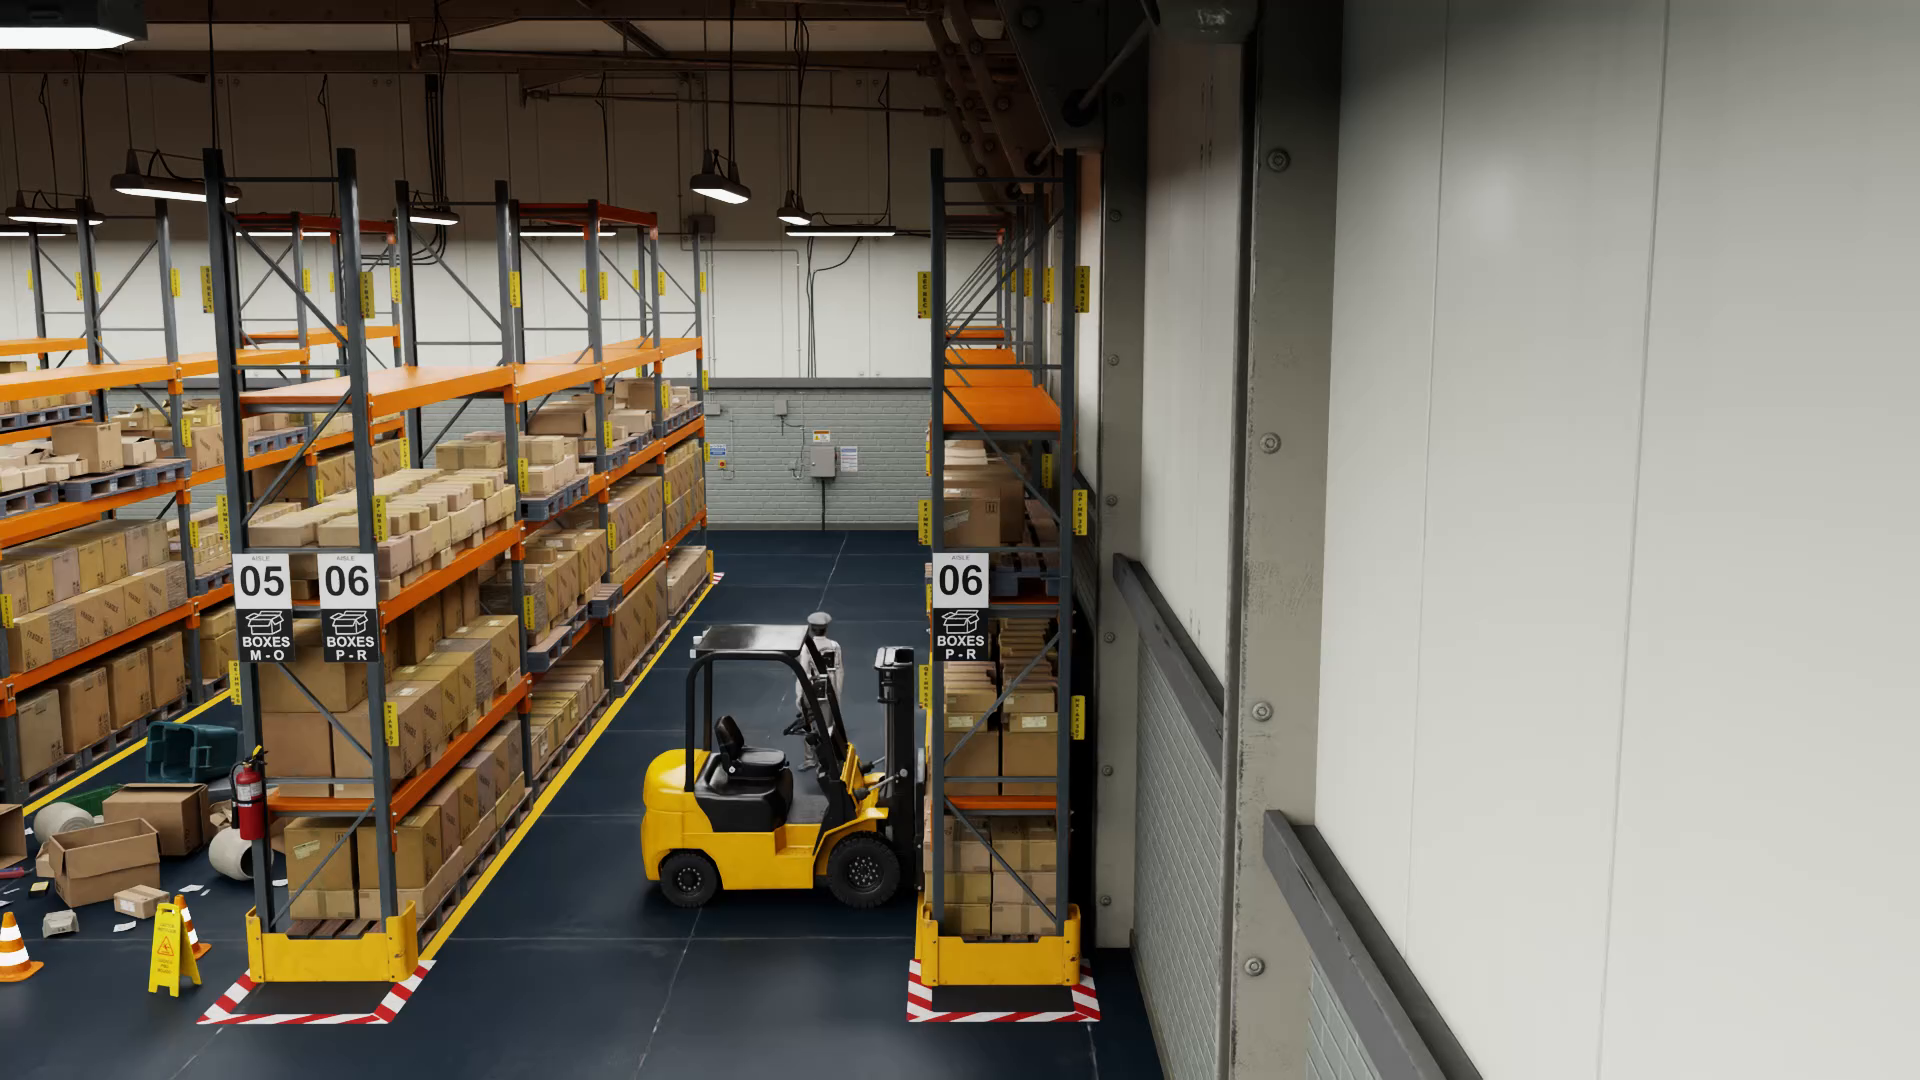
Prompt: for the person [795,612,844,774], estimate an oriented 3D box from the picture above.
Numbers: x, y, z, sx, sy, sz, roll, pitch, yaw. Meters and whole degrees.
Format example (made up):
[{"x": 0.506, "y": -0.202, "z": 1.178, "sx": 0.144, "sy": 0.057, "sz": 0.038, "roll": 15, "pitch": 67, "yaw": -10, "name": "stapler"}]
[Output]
[{"x": -1.454, "y": 1.627, "z": 17.247, "sx": 0.522, "sy": 1.717, "sz": 0.591, "roll": -2, "pitch": 9, "yaw": -12, "name": "person"}]
